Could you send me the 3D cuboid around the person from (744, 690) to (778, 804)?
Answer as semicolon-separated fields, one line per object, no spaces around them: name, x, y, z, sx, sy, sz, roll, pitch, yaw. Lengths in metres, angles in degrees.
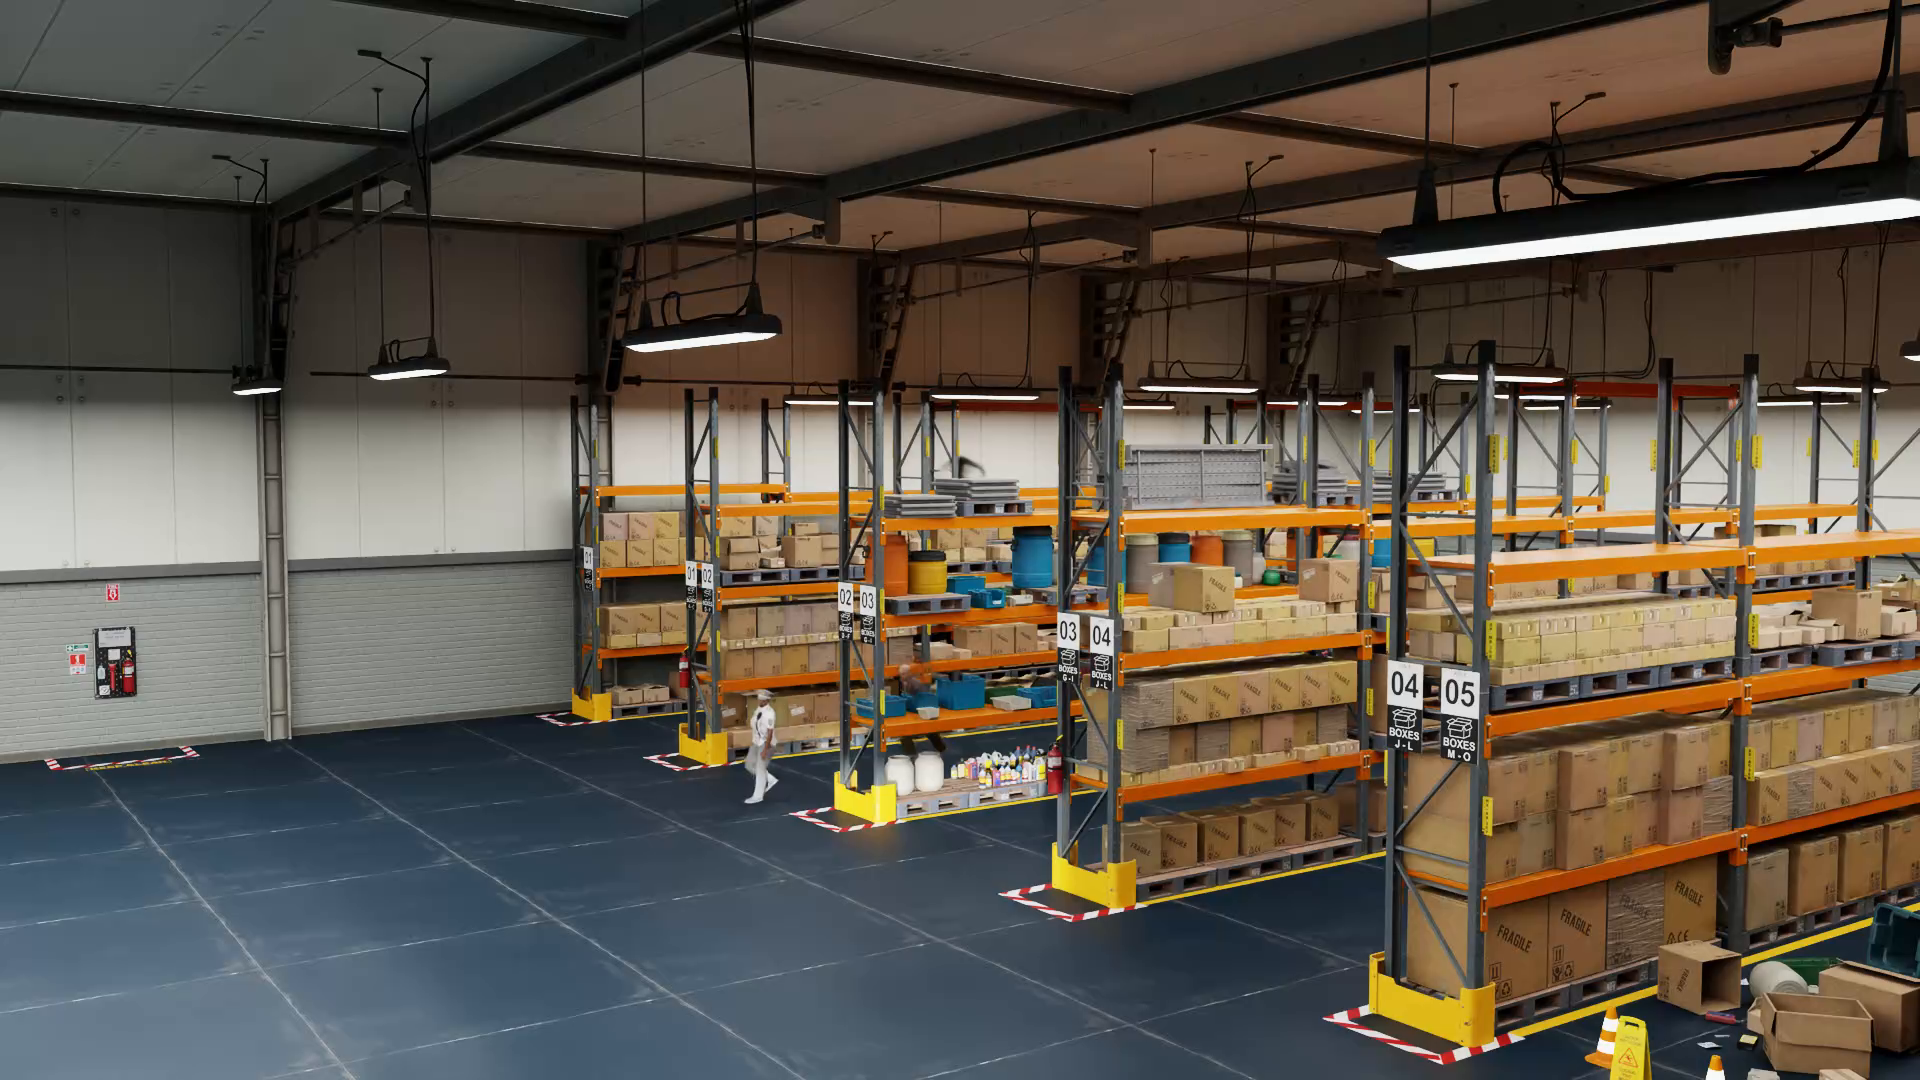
person;-2.783;2.927;23.656;0.539;1.649;0.583;-2;4;-33

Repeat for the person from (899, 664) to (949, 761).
person;-0.603;2.744;26.505;1.155;1.614;0.728;-3;4;-38
